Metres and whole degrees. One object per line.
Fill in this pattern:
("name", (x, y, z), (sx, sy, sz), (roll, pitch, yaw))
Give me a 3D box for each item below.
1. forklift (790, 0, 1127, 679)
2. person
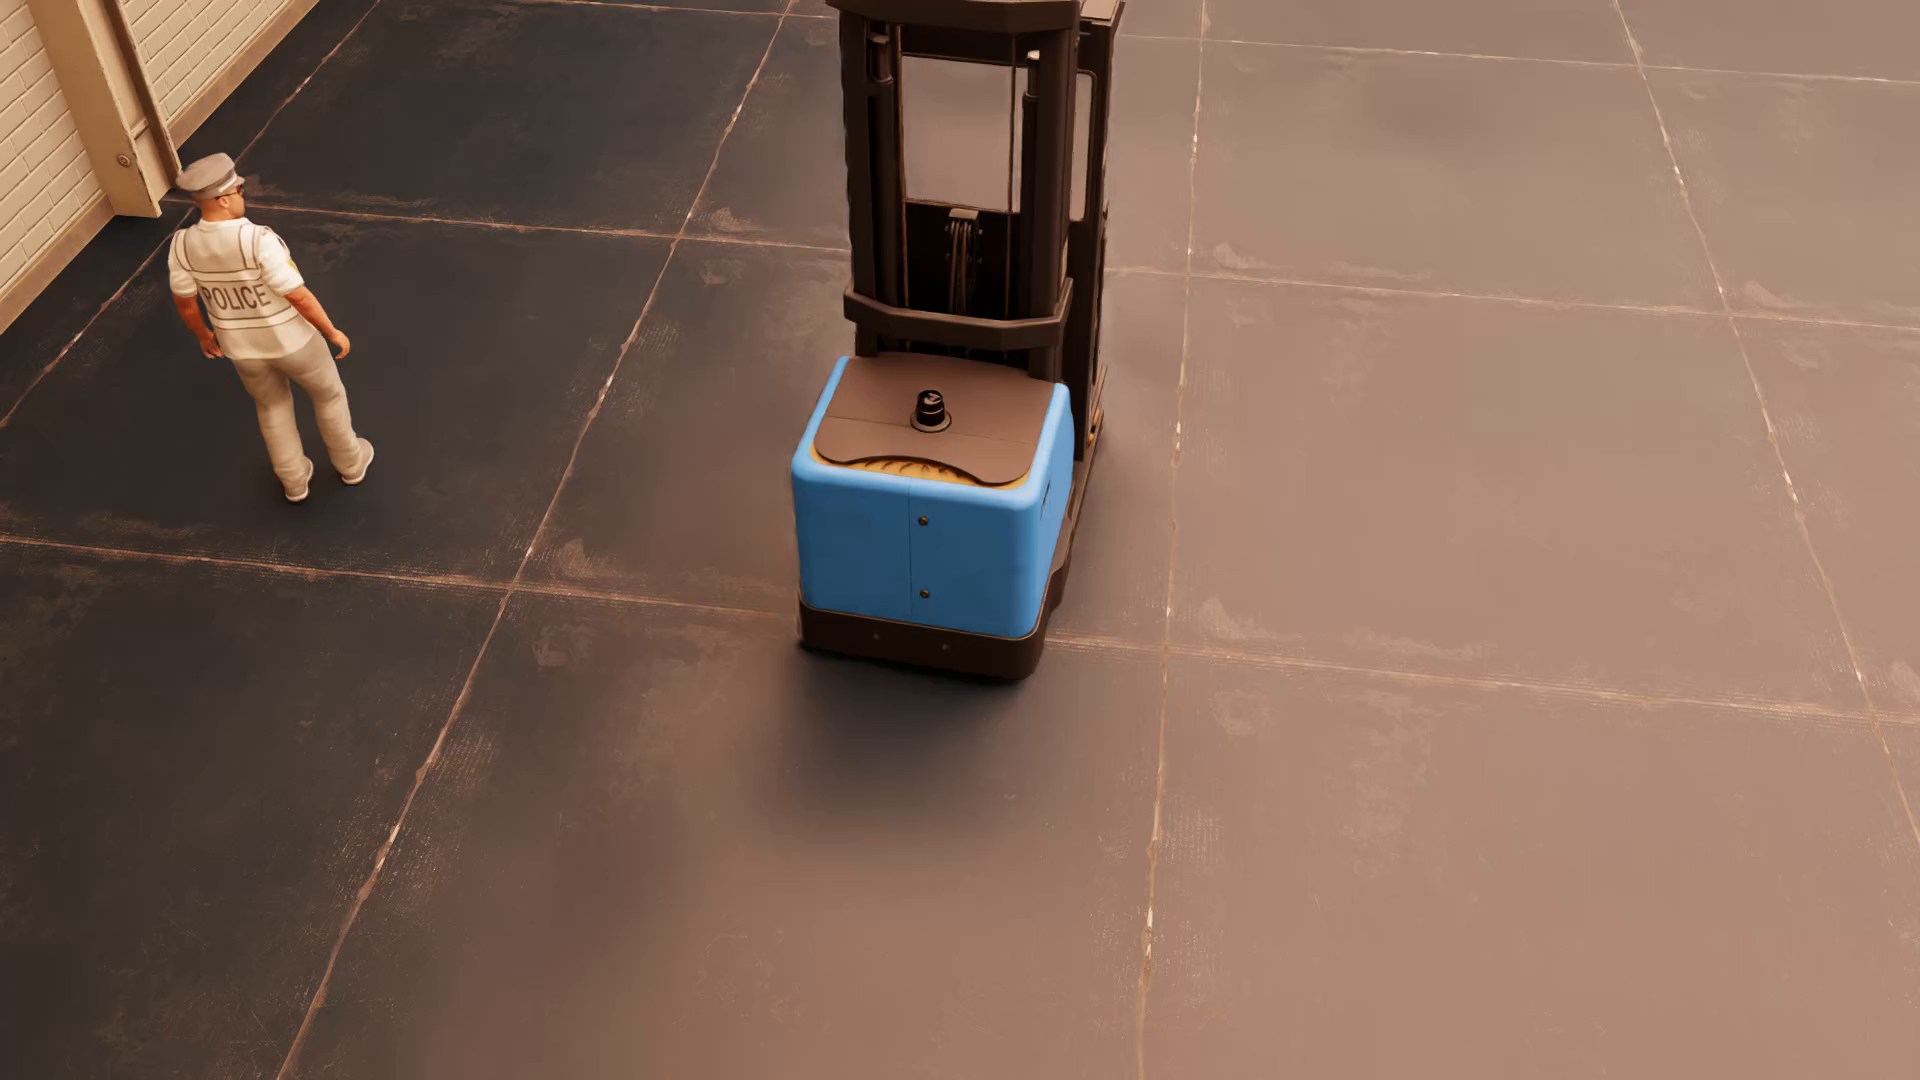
("forklift", (0.114, -1.492, 7.348), (1.130, 2.935, 3.031), (8, 43, 9))
("person", (-3.152, -0.962, 7.644), (0.699, 1.752, 0.478), (-1, 43, -1))
